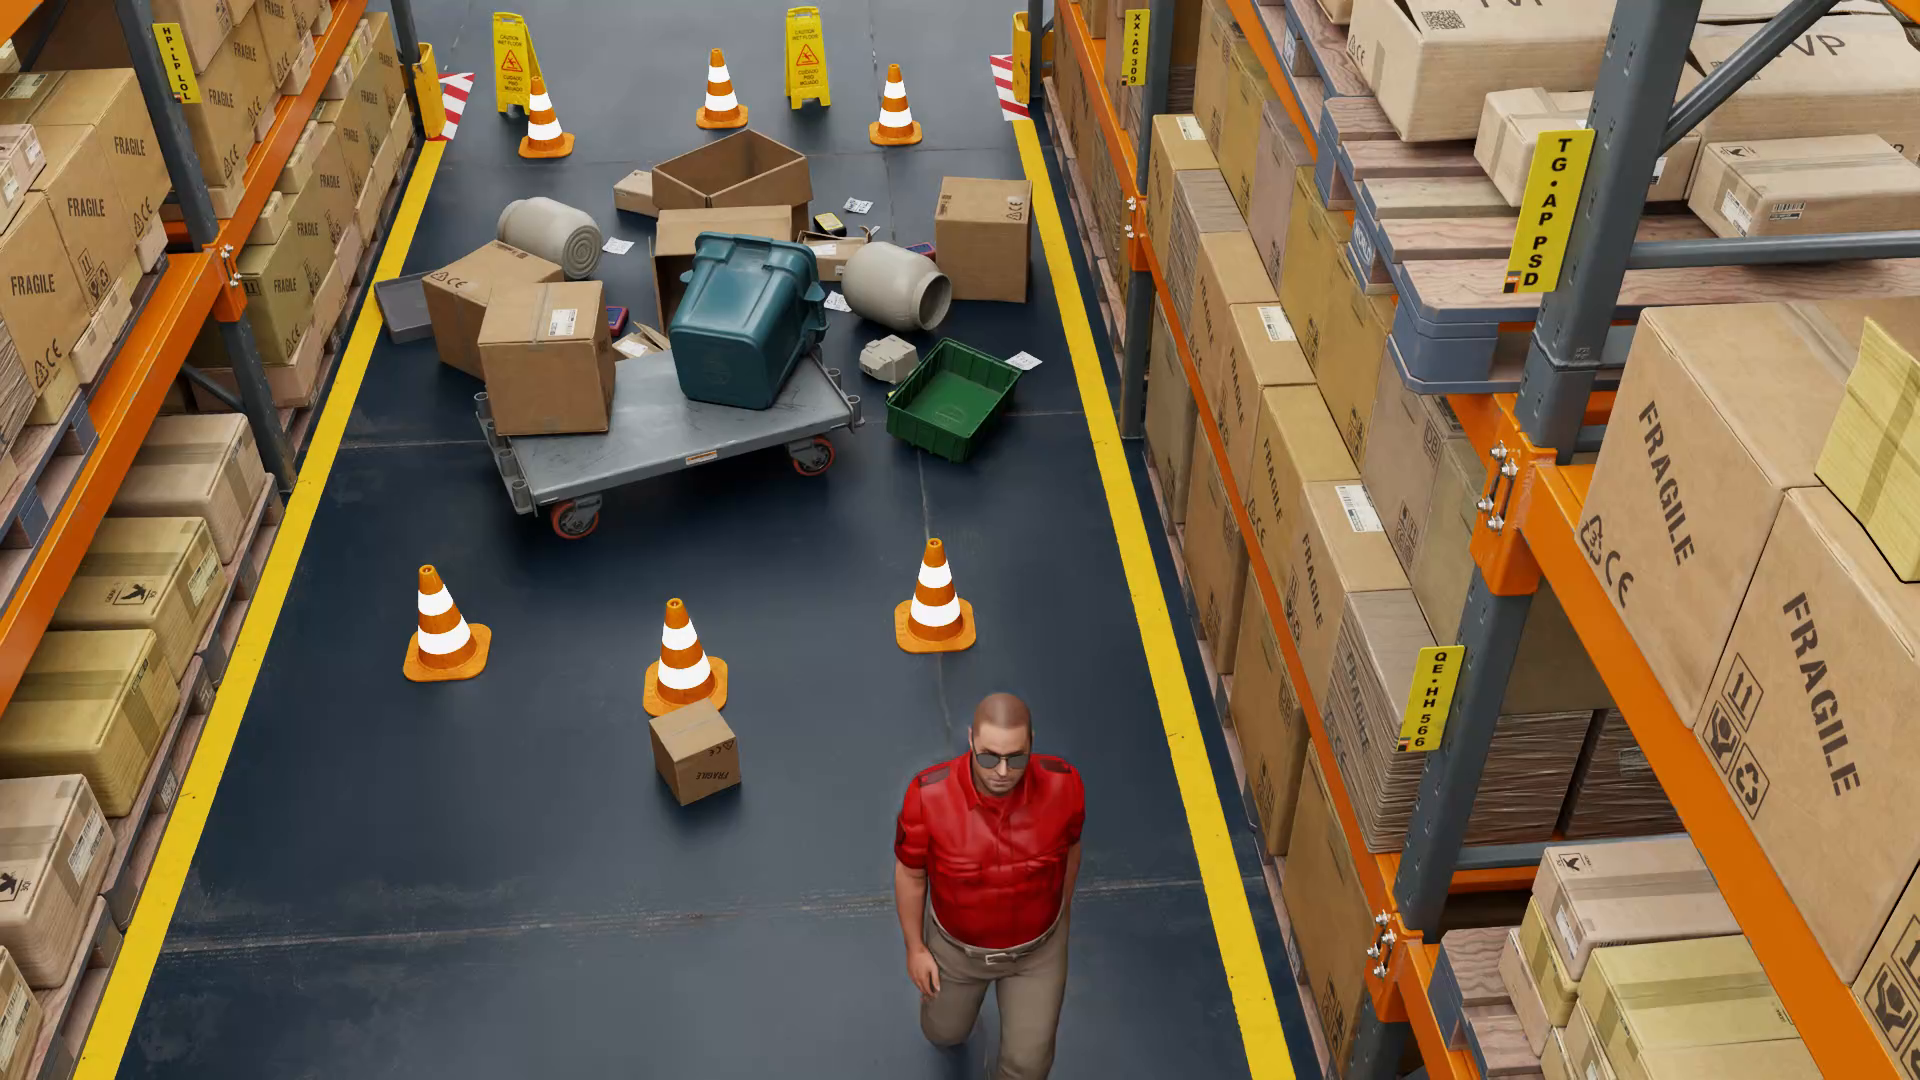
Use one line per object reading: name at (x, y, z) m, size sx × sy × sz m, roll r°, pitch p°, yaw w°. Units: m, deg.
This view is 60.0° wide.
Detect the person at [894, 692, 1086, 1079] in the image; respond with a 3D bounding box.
person at (0.083, 1.090, 4.802) m, size 0.537 × 1.684 × 0.827 m, roll -3°, pitch 39°, yaw -4°
